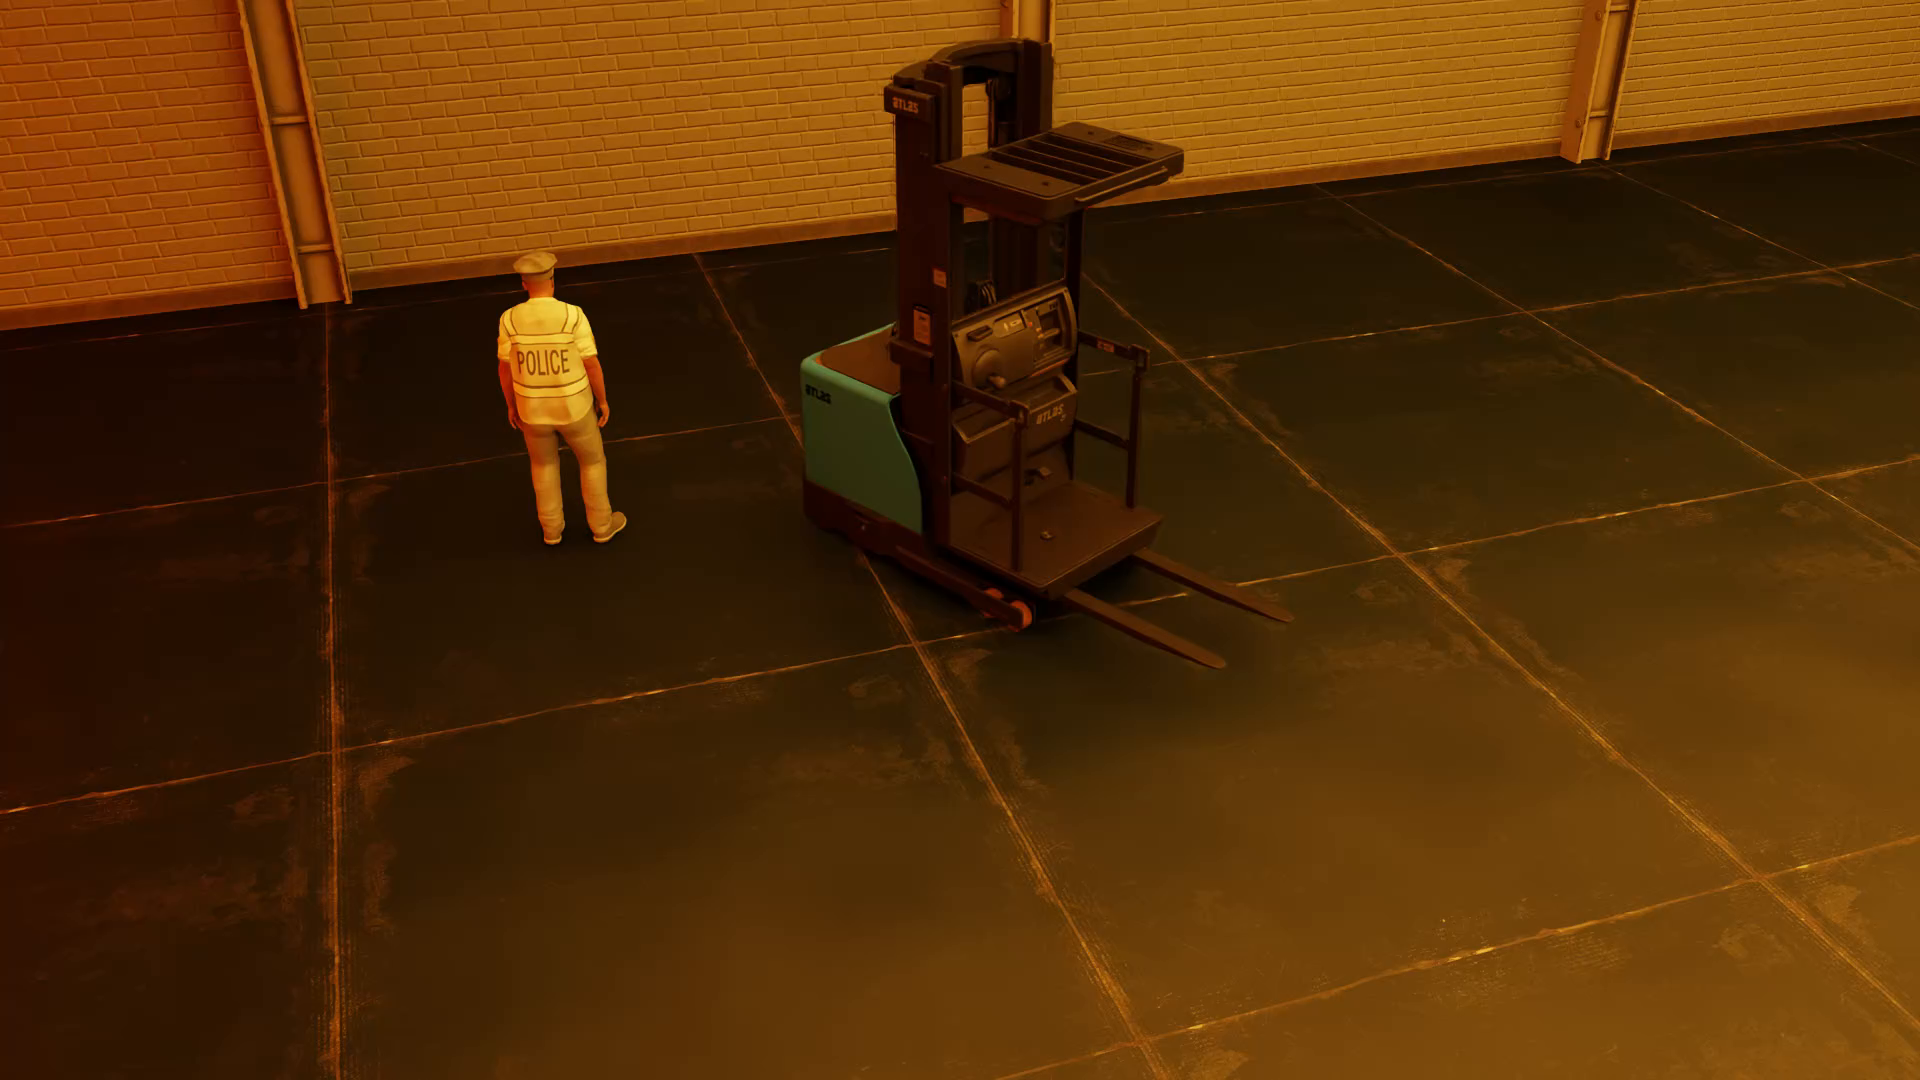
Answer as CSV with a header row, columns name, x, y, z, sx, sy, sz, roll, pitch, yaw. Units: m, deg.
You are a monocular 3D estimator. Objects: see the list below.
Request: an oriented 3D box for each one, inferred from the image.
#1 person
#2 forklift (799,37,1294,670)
name,x,y,z,sx,sy,sz,roll,pitch,yaw
person,-2.332,-0.774,9.622,0.592,1.743,0.439,-1,30,-2
forklift,0.457,-1.063,8.935,3.031,2.935,1.130,25,39,37
